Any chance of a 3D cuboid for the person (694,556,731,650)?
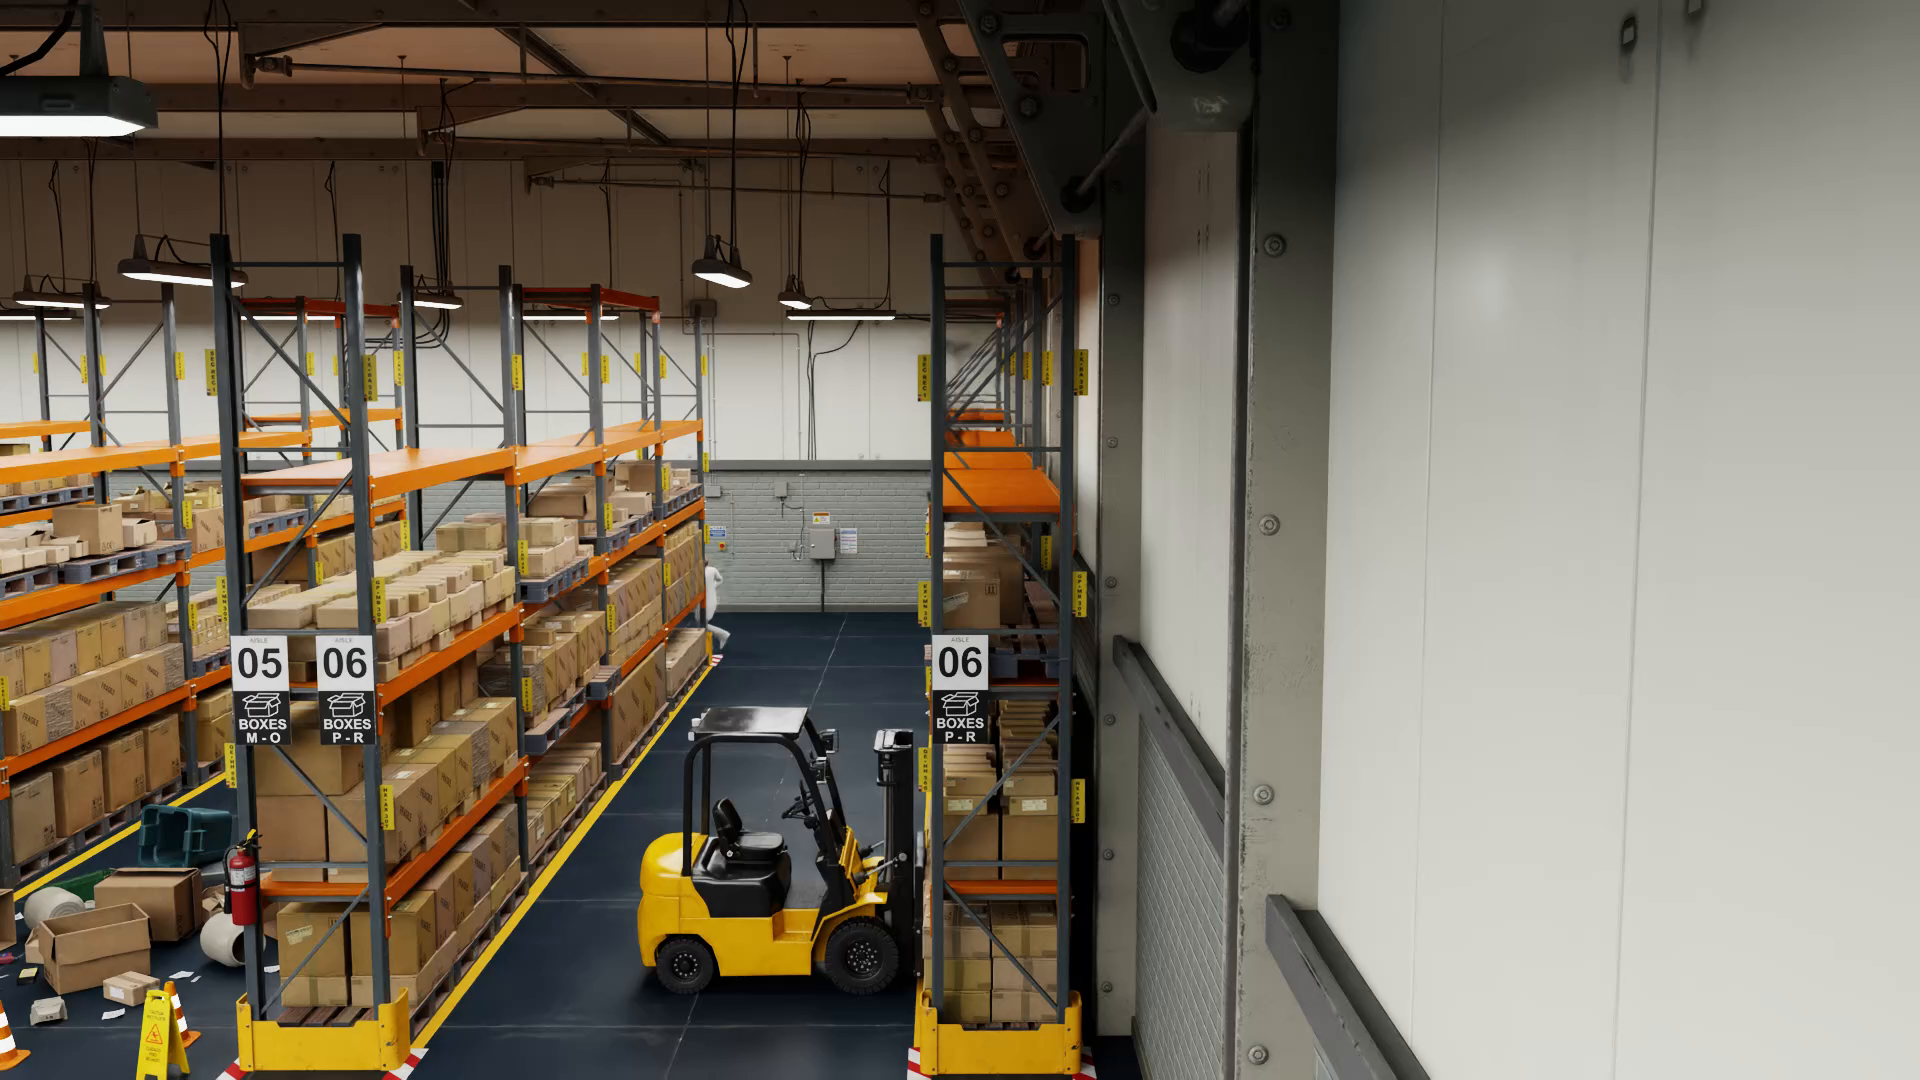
[{"bbox_3d":[-4.391,1.123,28.992,0.779,1.739,0.754,3,7,26],"label":"person"}]
